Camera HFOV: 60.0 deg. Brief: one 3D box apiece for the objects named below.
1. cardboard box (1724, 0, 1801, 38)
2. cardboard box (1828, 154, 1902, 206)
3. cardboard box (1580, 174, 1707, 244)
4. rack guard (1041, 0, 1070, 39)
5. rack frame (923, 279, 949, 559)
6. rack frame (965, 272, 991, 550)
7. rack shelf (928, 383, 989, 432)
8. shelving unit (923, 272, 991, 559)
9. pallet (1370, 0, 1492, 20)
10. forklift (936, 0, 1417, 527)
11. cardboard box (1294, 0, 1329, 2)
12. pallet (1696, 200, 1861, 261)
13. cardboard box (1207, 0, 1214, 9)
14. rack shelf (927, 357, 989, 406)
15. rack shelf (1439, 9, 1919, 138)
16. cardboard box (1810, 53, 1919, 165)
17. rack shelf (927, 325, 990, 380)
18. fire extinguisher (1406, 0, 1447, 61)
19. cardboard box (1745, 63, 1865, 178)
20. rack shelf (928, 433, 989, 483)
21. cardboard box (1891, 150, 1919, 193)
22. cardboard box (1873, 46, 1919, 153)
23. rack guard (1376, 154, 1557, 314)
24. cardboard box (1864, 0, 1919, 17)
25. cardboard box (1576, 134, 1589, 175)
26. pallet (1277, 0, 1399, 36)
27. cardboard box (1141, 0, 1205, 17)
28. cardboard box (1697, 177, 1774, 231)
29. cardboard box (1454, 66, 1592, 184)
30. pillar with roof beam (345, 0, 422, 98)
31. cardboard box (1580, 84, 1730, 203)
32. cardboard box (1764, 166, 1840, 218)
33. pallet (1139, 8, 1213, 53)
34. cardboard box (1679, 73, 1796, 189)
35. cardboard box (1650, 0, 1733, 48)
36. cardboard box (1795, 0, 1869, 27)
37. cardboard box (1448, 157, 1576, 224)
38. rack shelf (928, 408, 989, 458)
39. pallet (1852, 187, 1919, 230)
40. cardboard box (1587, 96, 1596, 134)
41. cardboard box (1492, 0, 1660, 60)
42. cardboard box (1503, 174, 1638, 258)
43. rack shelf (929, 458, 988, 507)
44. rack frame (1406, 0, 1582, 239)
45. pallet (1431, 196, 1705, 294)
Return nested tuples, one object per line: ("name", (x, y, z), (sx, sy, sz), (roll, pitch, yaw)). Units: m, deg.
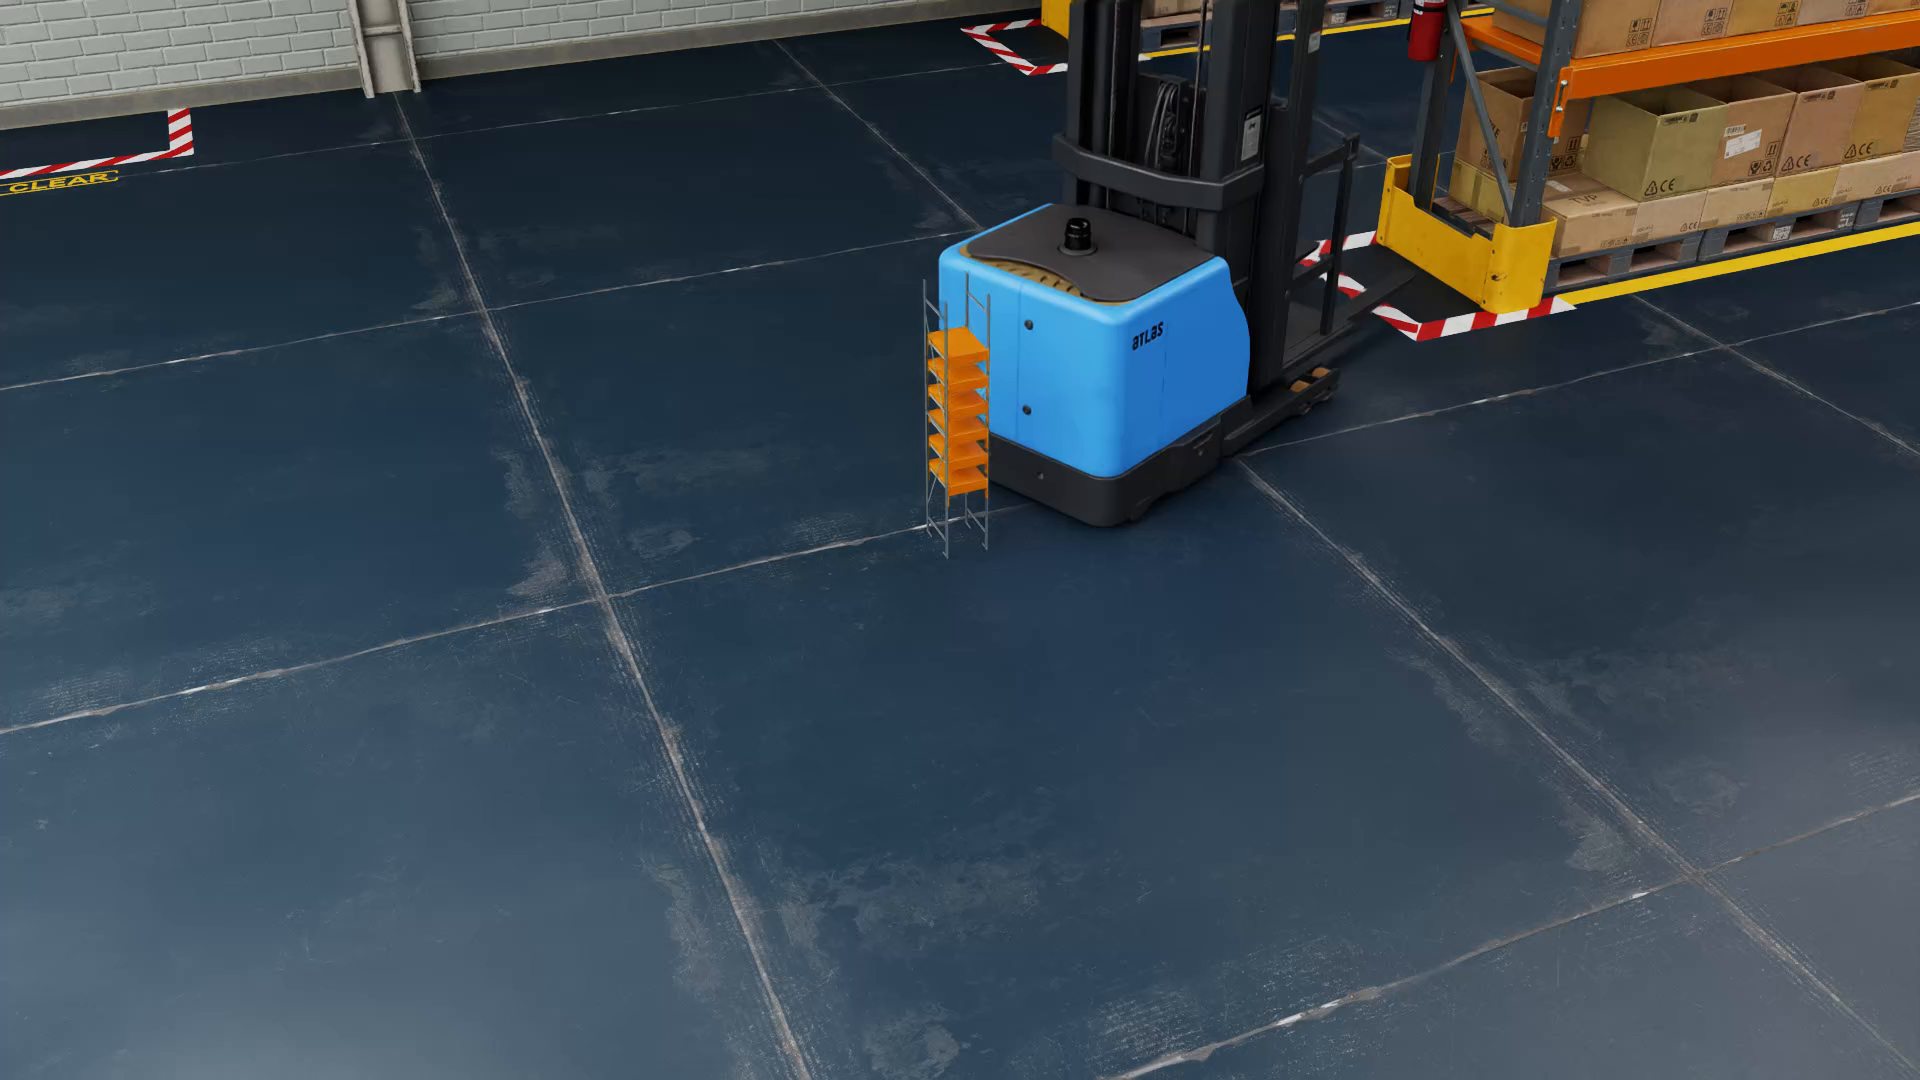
("cardboard box", (4.272, -3.176, 9.289), (0.500, 0.500, 0.700), (-13, 35, -19))
("cardboard box", (5.319, -2.273, 10.130), (0.500, 0.250, 0.500), (-13, 35, -19))
("cardboard box", (3.934, -1.959, 9.647), (0.500, 0.250, 0.500), (-13, 35, -19))
("rack guard", (1.043, -4.285, 13.378), (0.348, 0.500, 1.175), (-13, 35, -19))
("rack frame", (-0.098, -0.481, 6.888), (0.006, 1.200, 0.240), (-13, 35, -19))
("rack frame", (0.071, -0.519, 6.948), (0.006, 1.200, 0.240), (-13, 35, -19))
("rack shelf", (-0.013, -0.563, 6.877), (0.180, 0.103, 0.258), (-13, 35, -19))
("shelving unit", (-0.013, -0.500, 6.918), (0.189, 1.200, 0.258), (-13, 35, -19))
("pallet", (4.055, -4.833, 14.484), (1.213, 0.211, 1.003), (-13, 35, -19))
("forklift", (1.245, -2.009, 7.650), (1.130, 2.935, 3.031), (26, 41, 34))
("cardboard box", (2.867, -4.804, 13.772), (0.500, 0.500, 0.700), (-15, 36, -22))
("pallet", (4.706, -2.096, 10.278), (1.213, 0.211, 1.003), (-13, 35, -19))
("cardboard box", (2.171, -4.595, 13.624), (0.500, 0.311, 0.500), (-10, 34, -15))
("rack shelf", (-0.013, -0.664, 6.811), (0.180, 0.103, 0.258), (-13, 35, -19))
("rack shelf", (4.738, -2.947, 9.689), (4.000, 0.370, 1.077), (-13, 35, -19))
("cardboard box", (5.314, -2.594, 9.935), (0.500, 0.500, 0.500), (-13, 35, -19))
("rack shelf", (-0.013, -0.764, 6.746), (0.180, 0.103, 0.258), (-13, 35, -19))
("fire extinguisher", (2.605, -3.003, 9.186), (0.183, 0.674, 0.296), (-13, 35, -19))
("cardboard box", (4.859, -2.481, 9.762), (0.500, 0.500, 0.500), (-13, 35, -19))
("rack shelf", (-0.013, -0.362, 7.008), (0.180, 0.103, 0.258), (-13, 35, -19))
("cardboard box", (5.774, -2.386, 10.303), (0.500, 0.250, 0.500), (-13, 35, -19))
("cardboard box", (5.773, -2.702, 10.100), (0.500, 0.500, 0.500), (-13, 35, -19))
("rack guard", (2.872, -1.774, 9.518), (0.348, 0.500, 1.175), (-13, 35, -19))
("cardboard box", (5.227, -3.398, 9.630), (0.500, 0.500, 0.700), (-12, 35, -18))
("cardboard box", (3.730, -2.224, 10.053), (0.500, 0.250, 0.500), (-13, 35, -19))
("pallet", (2.929, -4.573, 14.085), (1.213, 0.211, 1.003), (-13, 35, -19))
("cardboard box", (1.646, -4.475, 13.439), (0.500, 0.311, 0.500), (-17, 37, -24))
("cardboard box", (4.395, -2.064, 9.808), (0.500, 0.250, 0.500), (-13, 35, -19))
("cardboard box", (3.273, -2.427, 9.679), (0.500, 0.500, 0.500), (-13, 35, -19))
("pillar with roof beam", (-2.582, -4.983, 6.657), (0.400, 9.000, 9.100), (-13, 35, -19))
("cardboard box", (3.935, -2.272, 9.441), (0.500, 0.500, 0.500), (-13, 35, -19))
("cardboard box", (4.858, -2.167, 9.967), (0.500, 0.250, 0.500), (-13, 35, -19))
("pallet", (1.806, -4.318, 13.693), (1.213, 0.211, 1.003), (-13, 35, -19))
("cardboard box", (4.391, -2.384, 9.613), (0.500, 0.500, 0.500), (-13, 35, -19))
("cardboard box", (3.812, -3.074, 9.132), (0.500, 0.500, 0.700), (-12, 35, -18))
("cardboard box", (4.756, -3.289, 9.463), (0.500, 0.500, 0.700), (-12, 35, -18))
("cardboard box", (3.274, -2.112, 9.882), (0.500, 0.250, 0.500), (-13, 35, -19))
("rack shelf", (-0.013, -0.463, 6.942), (0.180, 0.103, 0.258), (-13, 35, -19))
("pallet", (5.833, -2.356, 10.677), (1.213, 0.211, 1.003), (-13, 35, -19))
("cardboard box", (4.189, -2.646, 10.015), (0.500, 0.500, 0.500), (-13, 35, -19))
("cardboard box", (3.329, -2.961, 8.958), (0.500, 0.500, 0.700), (-13, 35, -19))
("cardboard box", (3.474, -1.852, 9.481), (0.500, 0.250, 0.500), (-13, 35, -19))
("rack shelf", (-0.013, -0.261, 7.073), (0.180, 0.103, 0.258), (-13, 35, -19))
("rack frame", (2.894, -2.827, 8.844), (0.127, 3.000, 1.000), (-13, 35, -19))
("pallet", (3.583, -1.840, 9.885), (1.213, 0.211, 1.003), (-13, 35, -19))
